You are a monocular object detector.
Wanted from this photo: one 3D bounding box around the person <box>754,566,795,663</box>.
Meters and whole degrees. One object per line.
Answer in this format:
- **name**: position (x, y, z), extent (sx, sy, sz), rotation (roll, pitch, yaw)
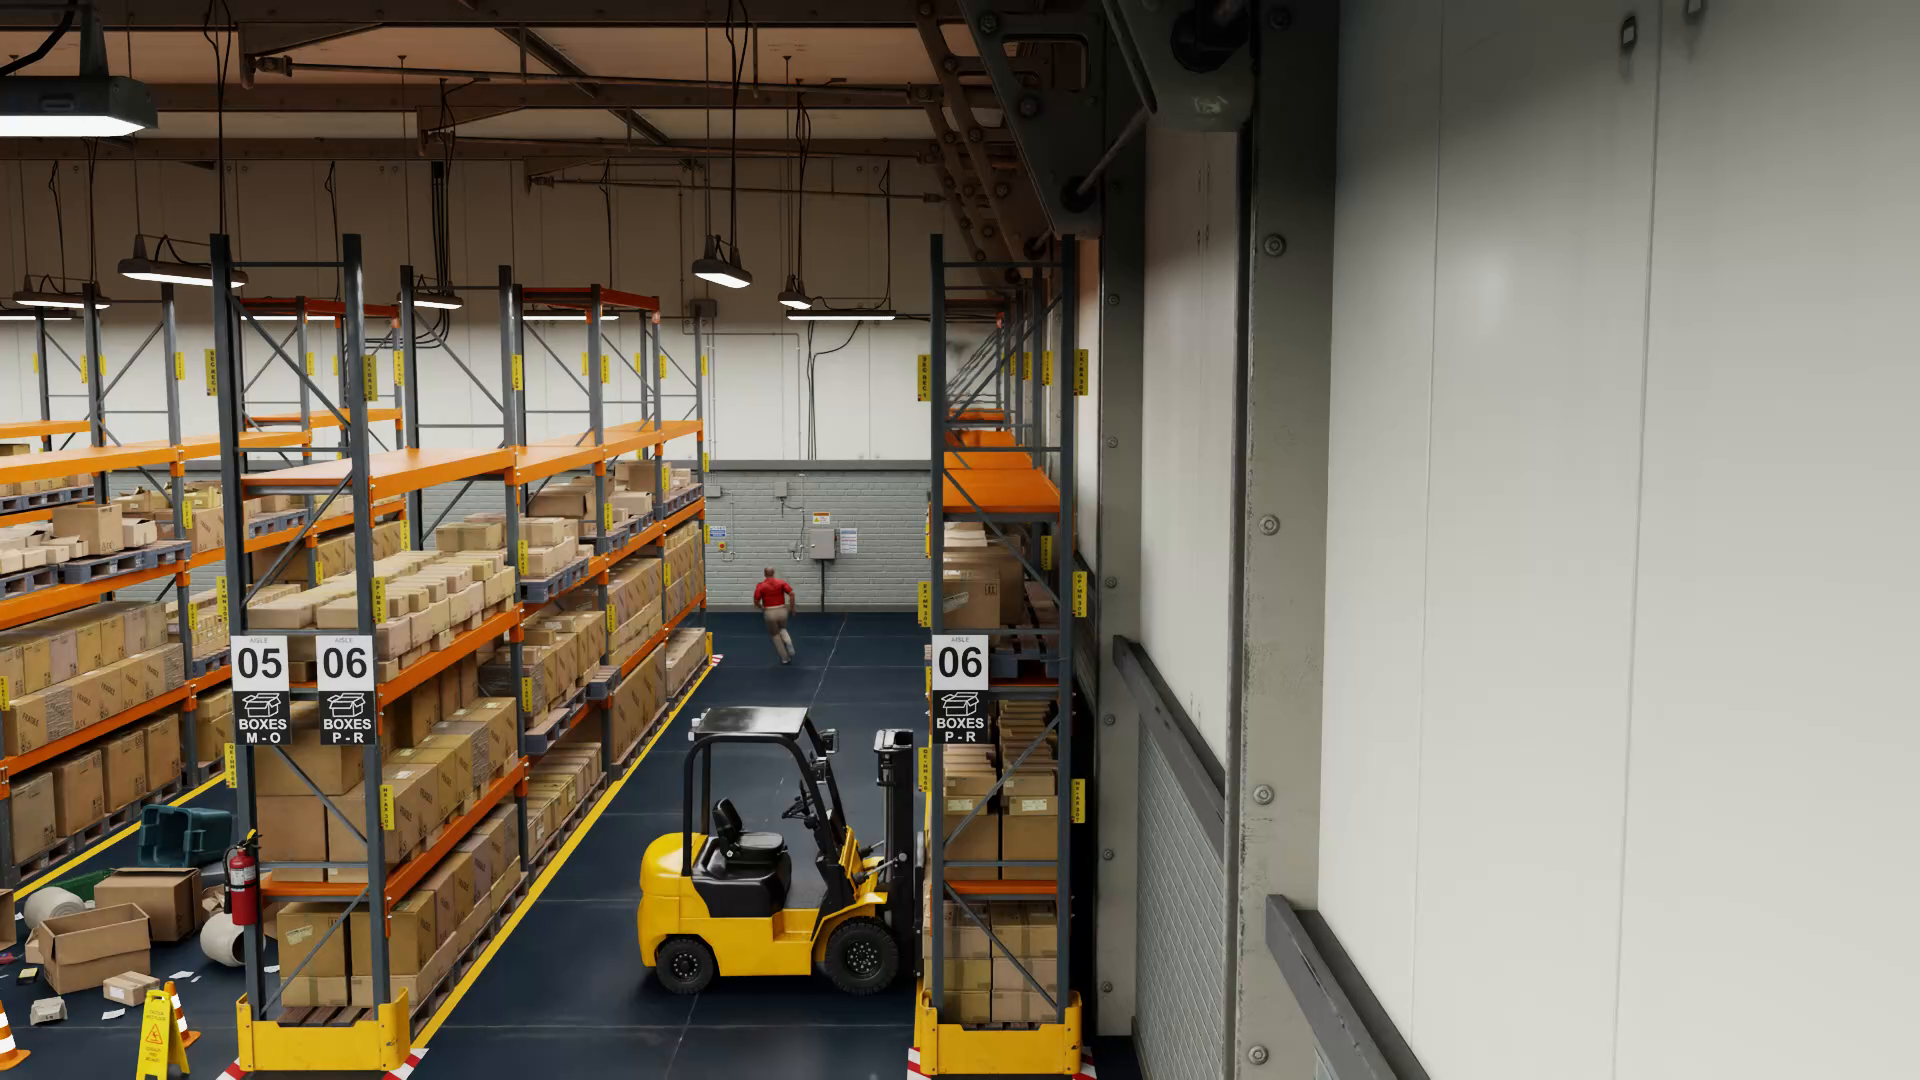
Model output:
- **person**: position (-3.147, 1.245, 28.067), extent (0.695, 1.652, 0.562), rotation (-2, 7, -18)
